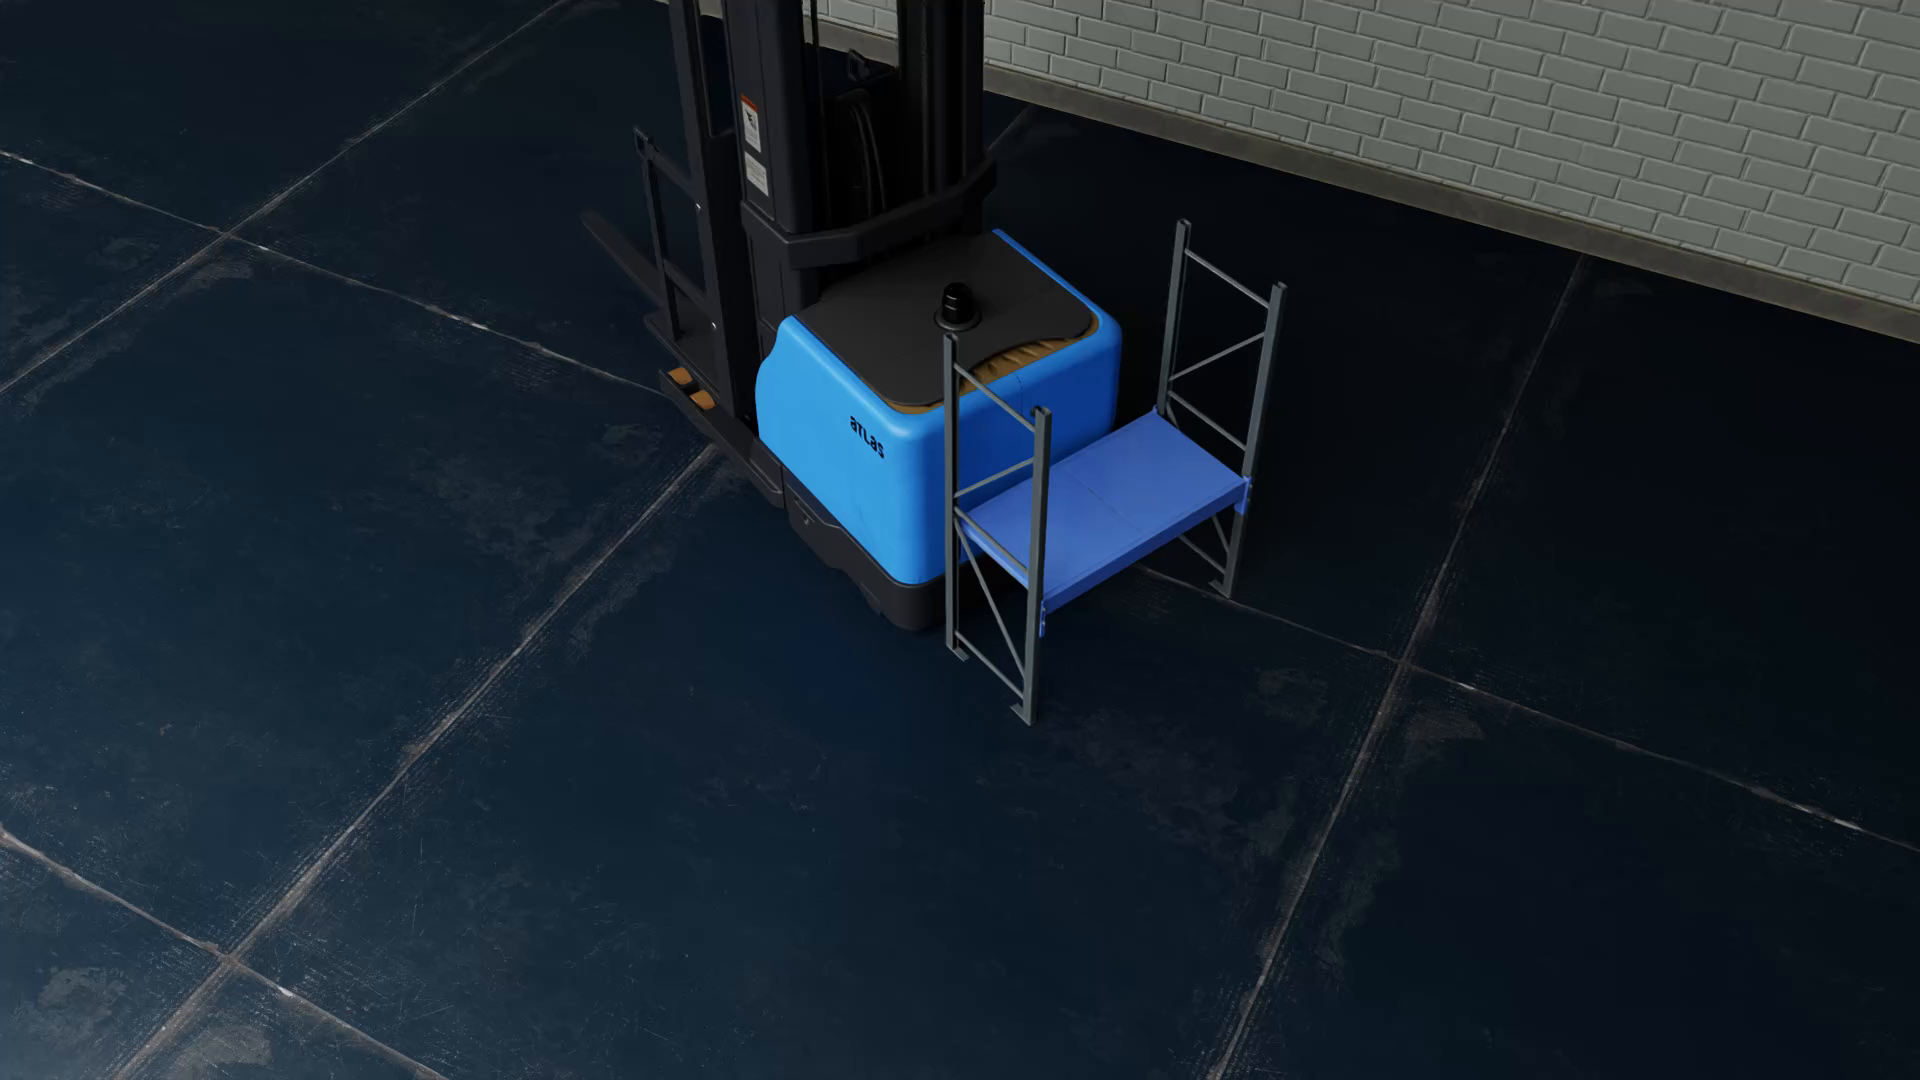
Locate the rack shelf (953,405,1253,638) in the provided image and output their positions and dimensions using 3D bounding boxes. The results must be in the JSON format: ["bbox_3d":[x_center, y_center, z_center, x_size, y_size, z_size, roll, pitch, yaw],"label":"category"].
[{"bbox_3d":[0.513,-0.089,6.036,1.000,0.185,0.538,-29,52,-26],"label":"rack shelf"}]

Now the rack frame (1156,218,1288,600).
[{"bbox_3d":[0.913,-0.438,6.128,0.032,1.500,0.500,-29,52,-26],"label":"rack frame"}]

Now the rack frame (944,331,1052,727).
[{"bbox_3d":[0.113,0.008,5.687,0.032,1.500,0.500,-29,52,-26],"label":"rack frame"}]

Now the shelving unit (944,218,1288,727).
[{"bbox_3d":[0.513,-0.215,5.908,1.048,1.500,0.538,-29,52,-26],"label":"shelving unit"}]

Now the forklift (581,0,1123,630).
[{"bbox_3d":[-0.662,-1.697,6.366,1.130,2.935,3.031,-27,51,-24],"label":"forklift"}]
